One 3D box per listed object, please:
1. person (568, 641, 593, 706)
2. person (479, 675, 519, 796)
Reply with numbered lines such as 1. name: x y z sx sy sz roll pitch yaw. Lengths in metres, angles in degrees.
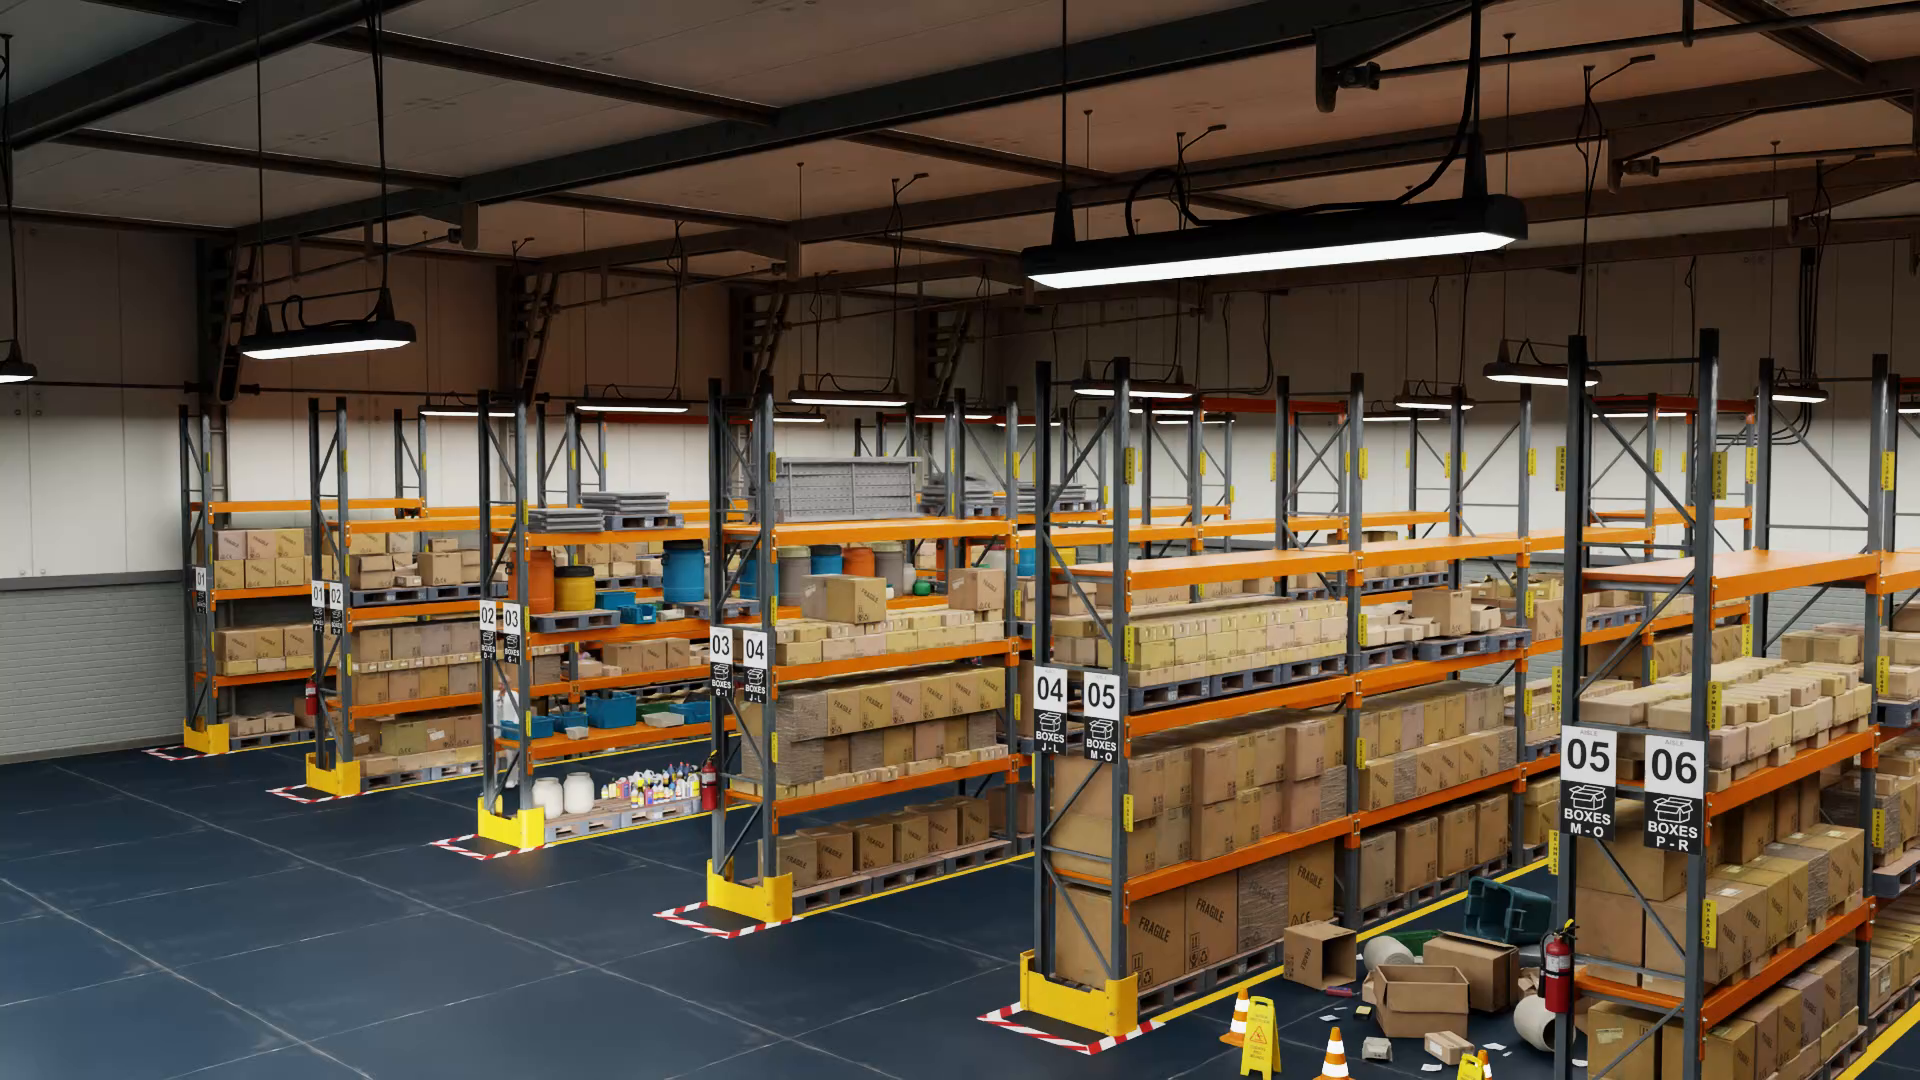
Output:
1. person: -7.280 2.693 31.827 0.454 1.543 0.969 1 3 20
2. person: -6.963 2.960 25.346 0.598 1.821 0.769 0 3 3
